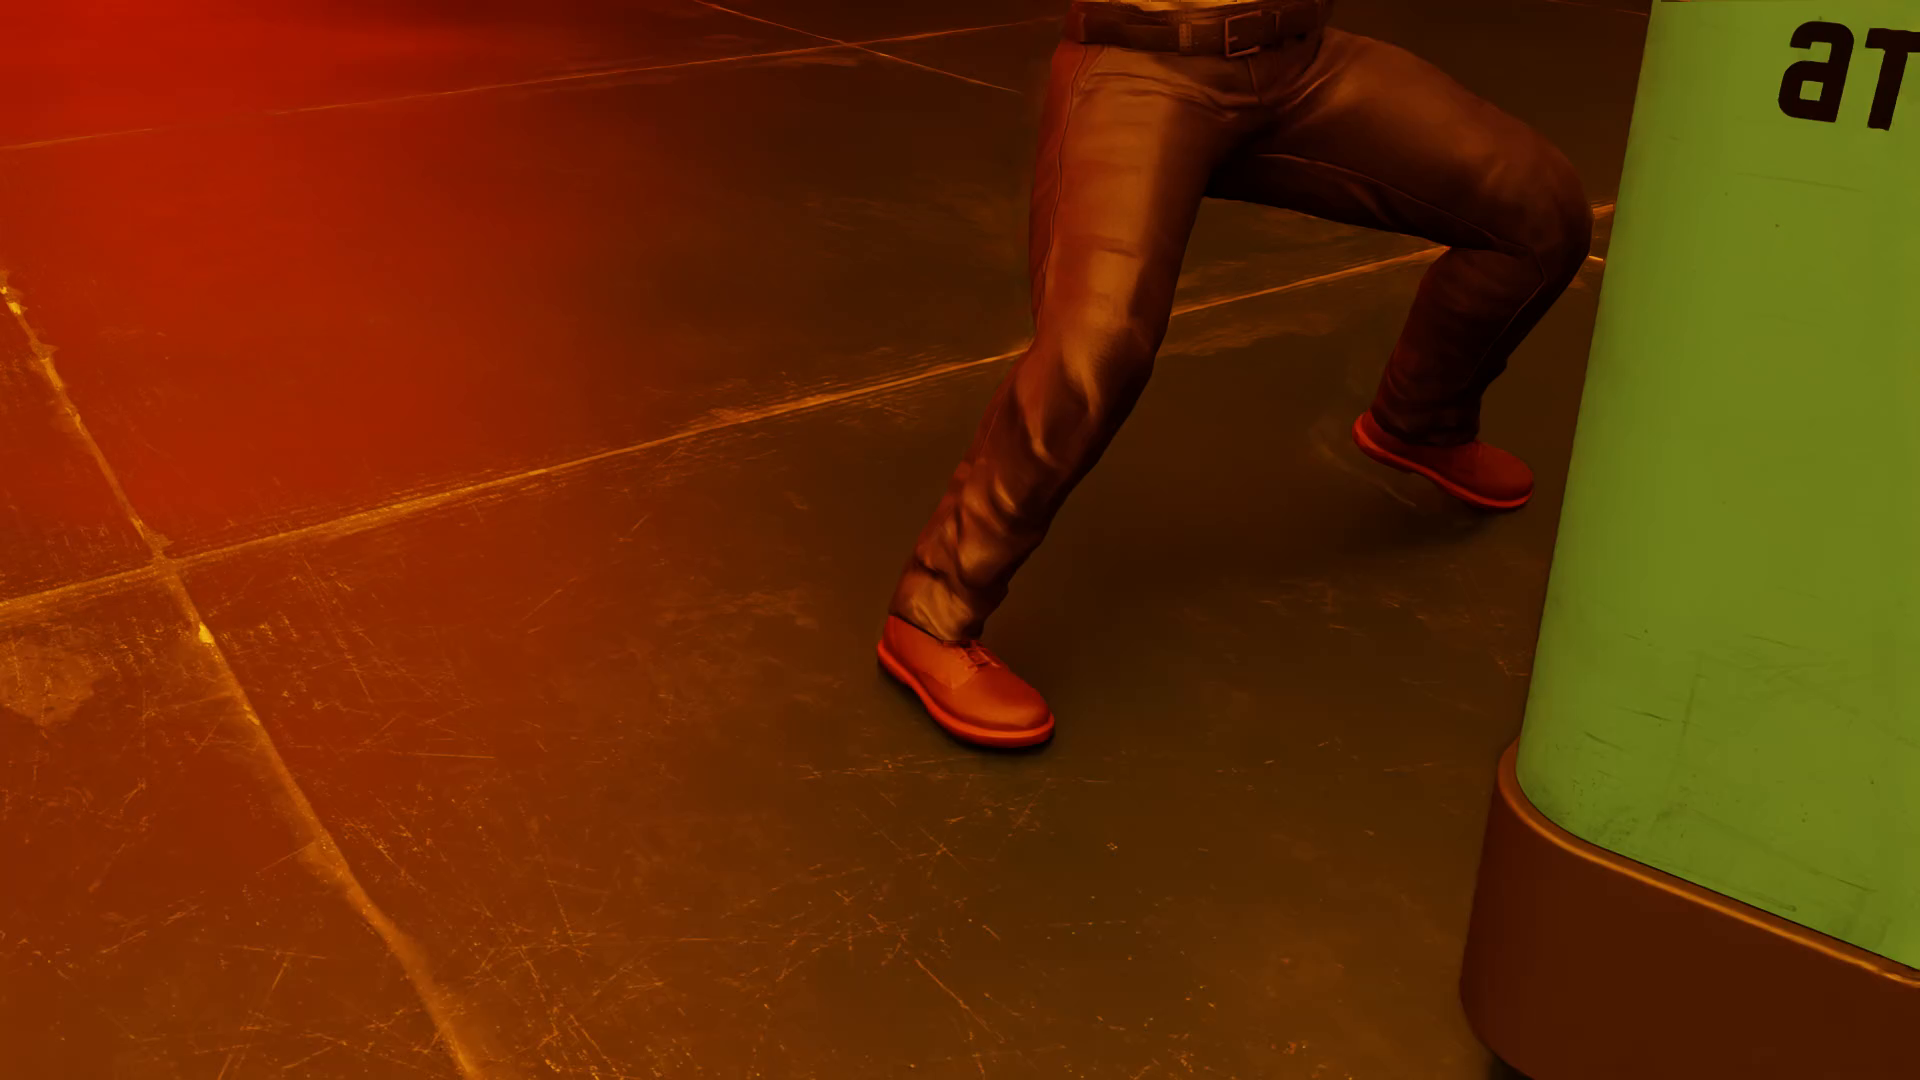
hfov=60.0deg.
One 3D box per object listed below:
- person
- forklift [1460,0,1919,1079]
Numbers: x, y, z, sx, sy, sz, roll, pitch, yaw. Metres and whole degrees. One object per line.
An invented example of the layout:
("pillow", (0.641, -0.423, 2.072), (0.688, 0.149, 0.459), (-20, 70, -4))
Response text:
("person", (0.400, -0.566, 2.052), (1.114, 1.414, 0.660), (-10, 28, -19))
("forklift", (1.916, -0.569, 0.366), (3.031, 2.935, 1.130), (20, 33, 34))
